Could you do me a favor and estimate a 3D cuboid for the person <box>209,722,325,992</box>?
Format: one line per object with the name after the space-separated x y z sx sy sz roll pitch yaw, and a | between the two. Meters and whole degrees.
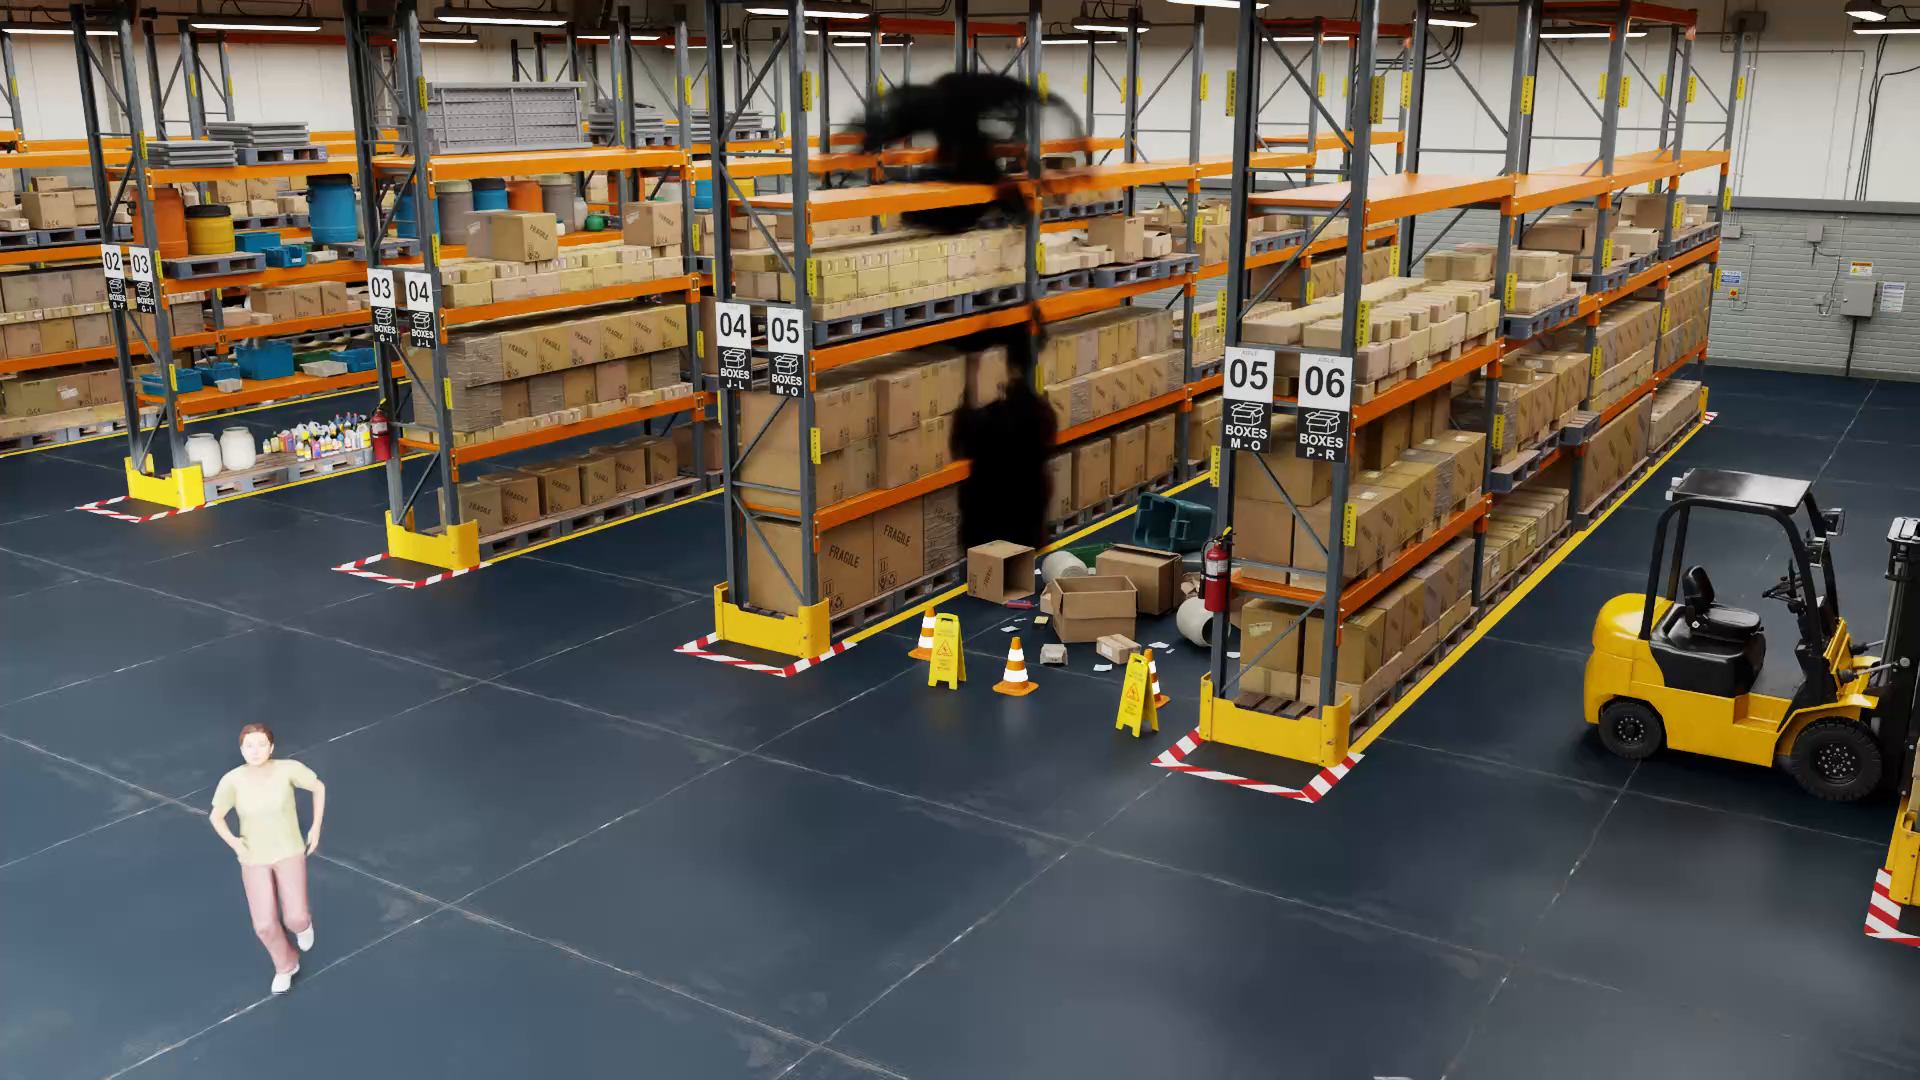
-3.977 1.828 9.620 0.617 1.636 0.560 -5 16 -17 | person

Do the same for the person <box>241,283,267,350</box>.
-12.444 -3.713 29.349 0.705 1.722 0.578 8 17 25 | person
